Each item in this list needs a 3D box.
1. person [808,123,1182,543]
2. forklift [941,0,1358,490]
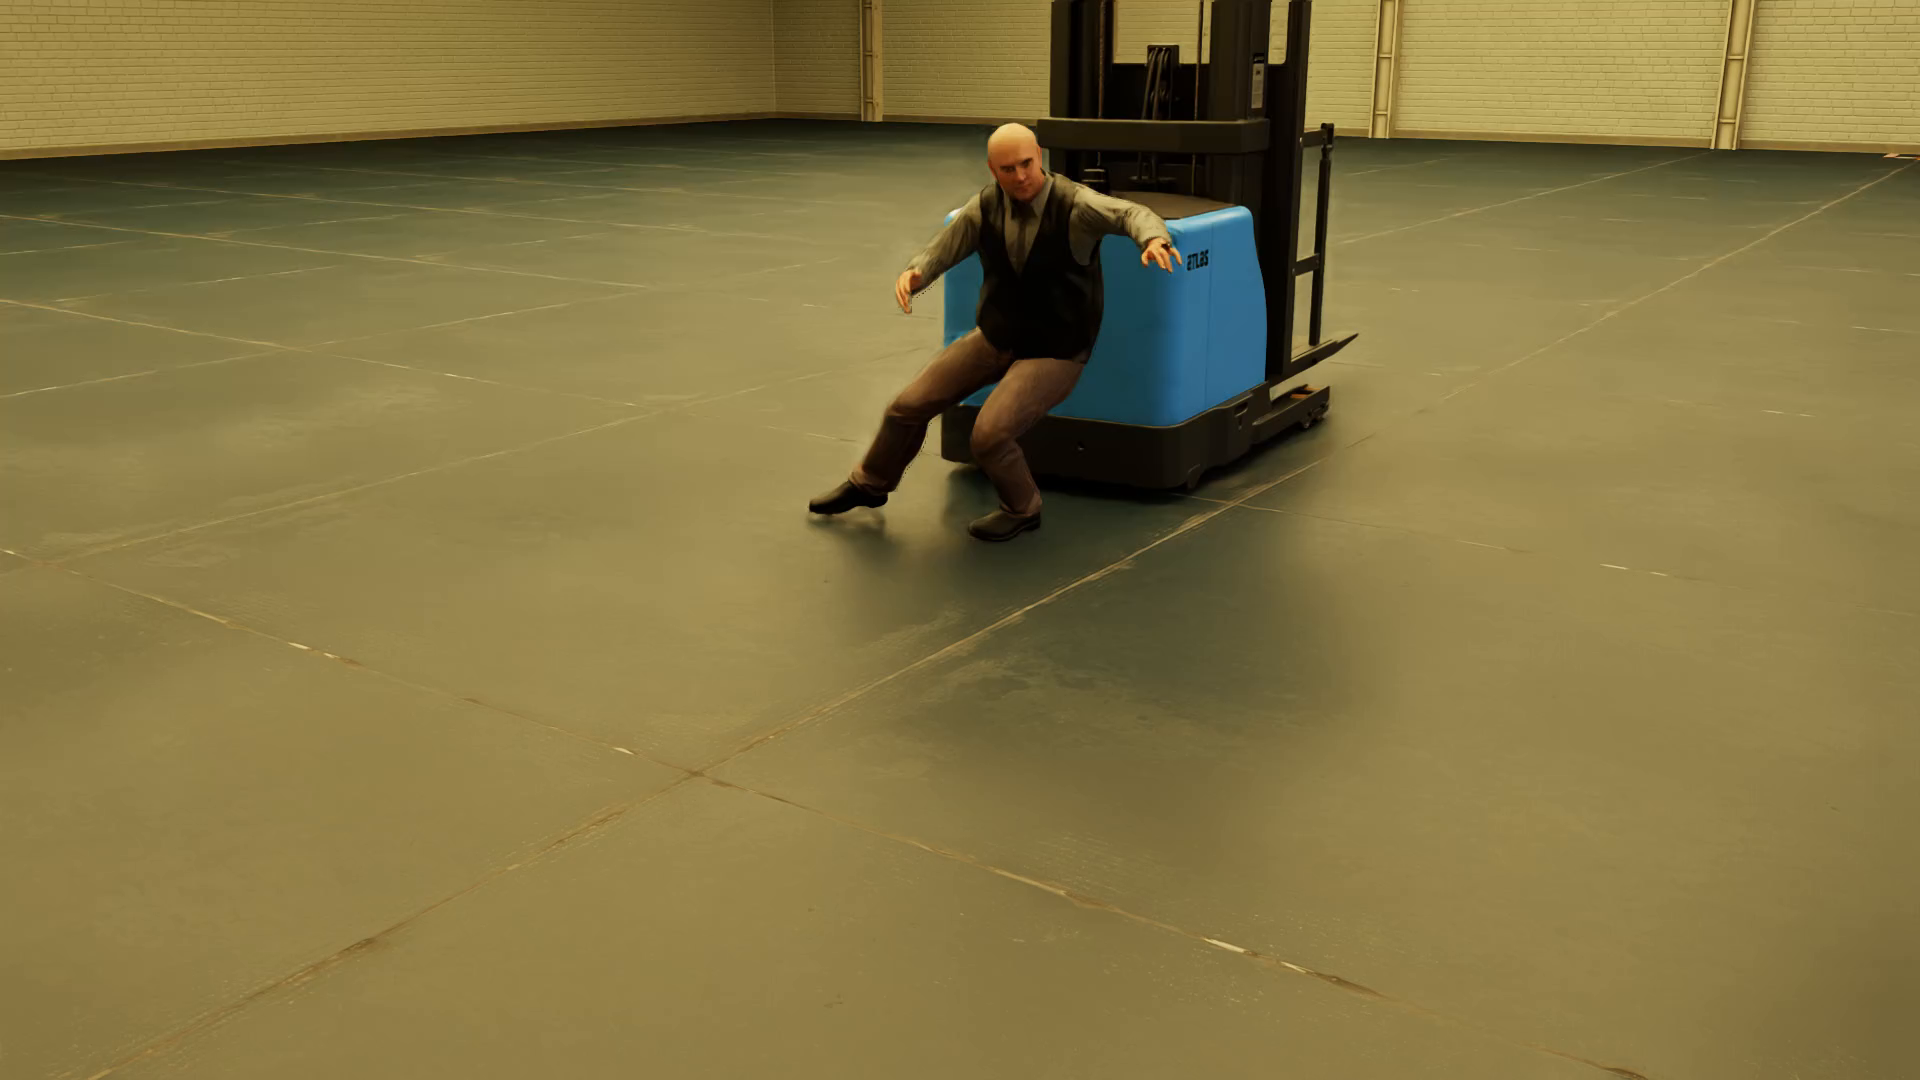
[{"bbox_3d":[0.124,-0.682,5.704,1.528,1.457,0.785,9,19,26],"label":"person"},{"bbox_3d":[1.086,-1.971,7.423,1.130,2.935,3.031,9,19,28],"label":"forklift"}]
